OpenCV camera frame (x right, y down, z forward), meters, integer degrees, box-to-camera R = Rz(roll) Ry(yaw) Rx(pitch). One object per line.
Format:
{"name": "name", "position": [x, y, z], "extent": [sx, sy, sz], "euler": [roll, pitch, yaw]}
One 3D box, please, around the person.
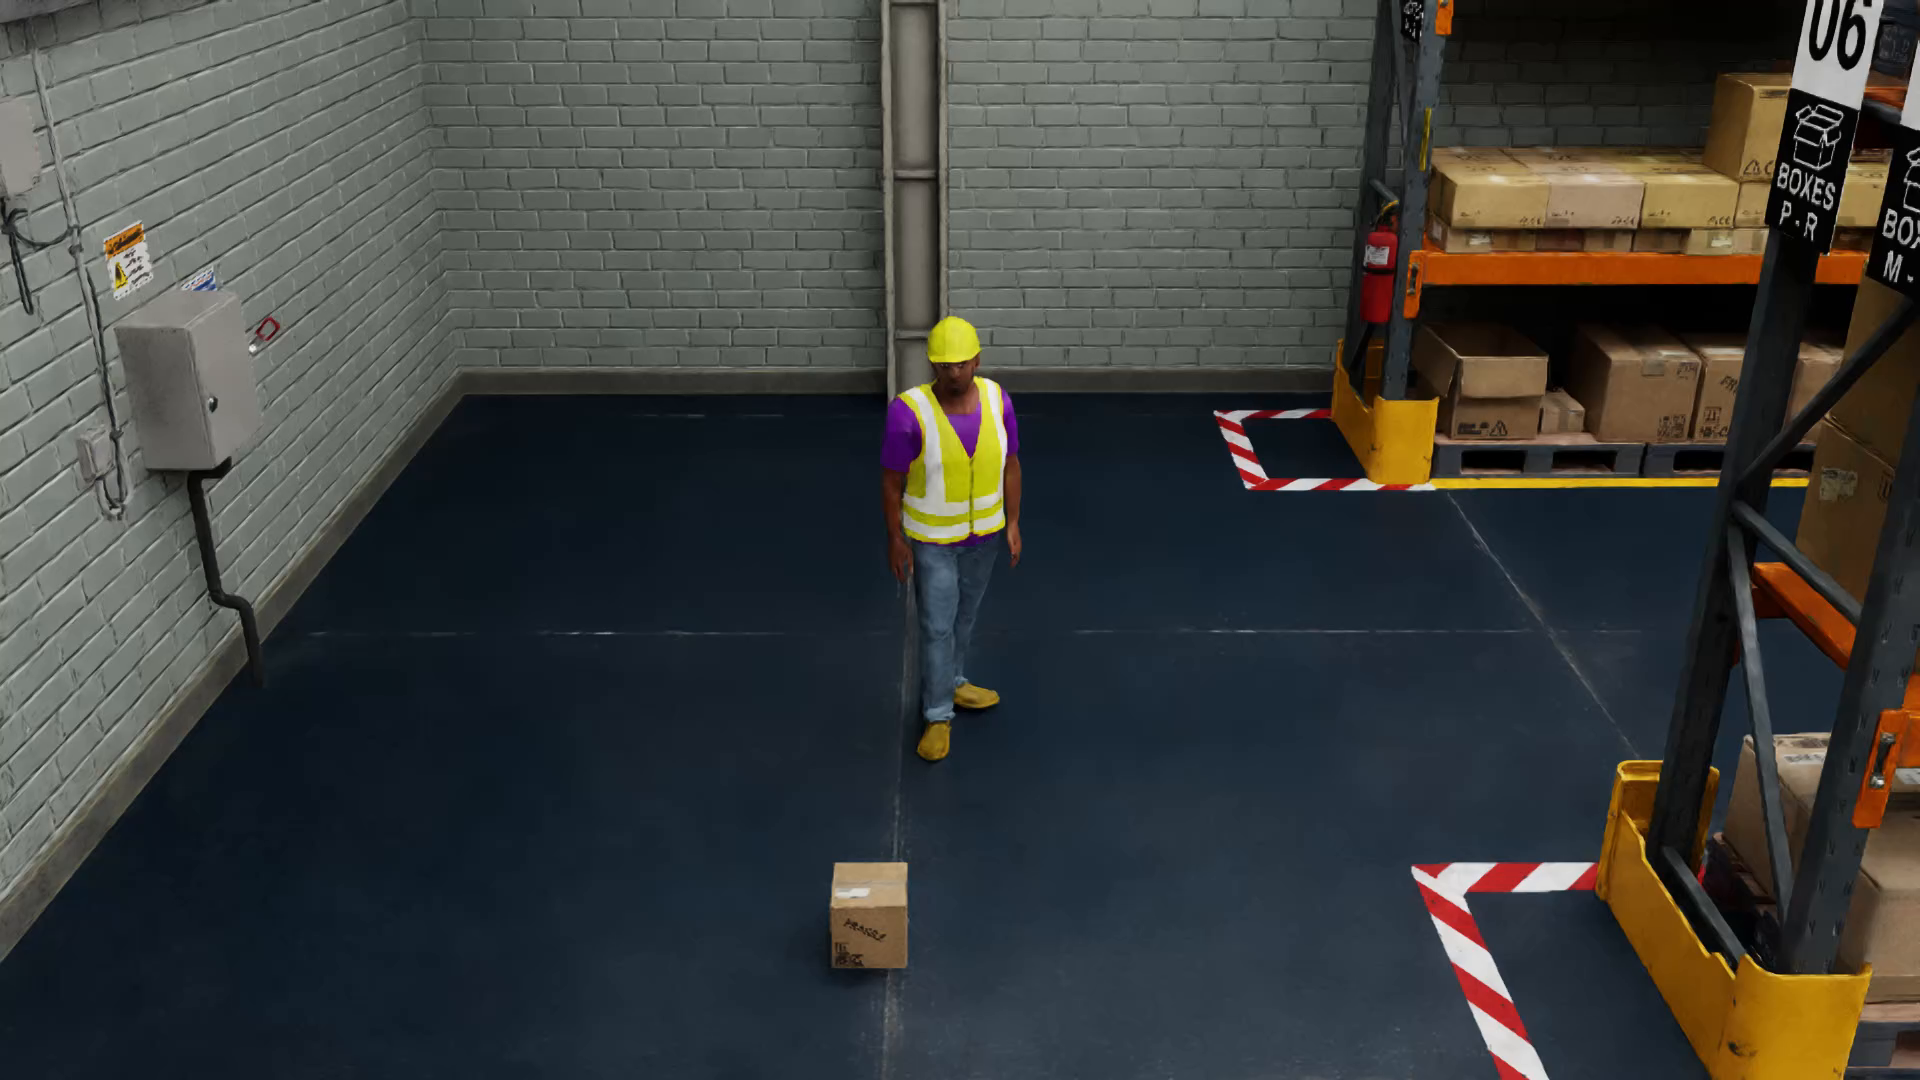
{"name": "person", "position": [-0.025, -0.036, 6.632], "extent": [0.576, 1.775, 0.480], "euler": [-13, 27, -27]}
